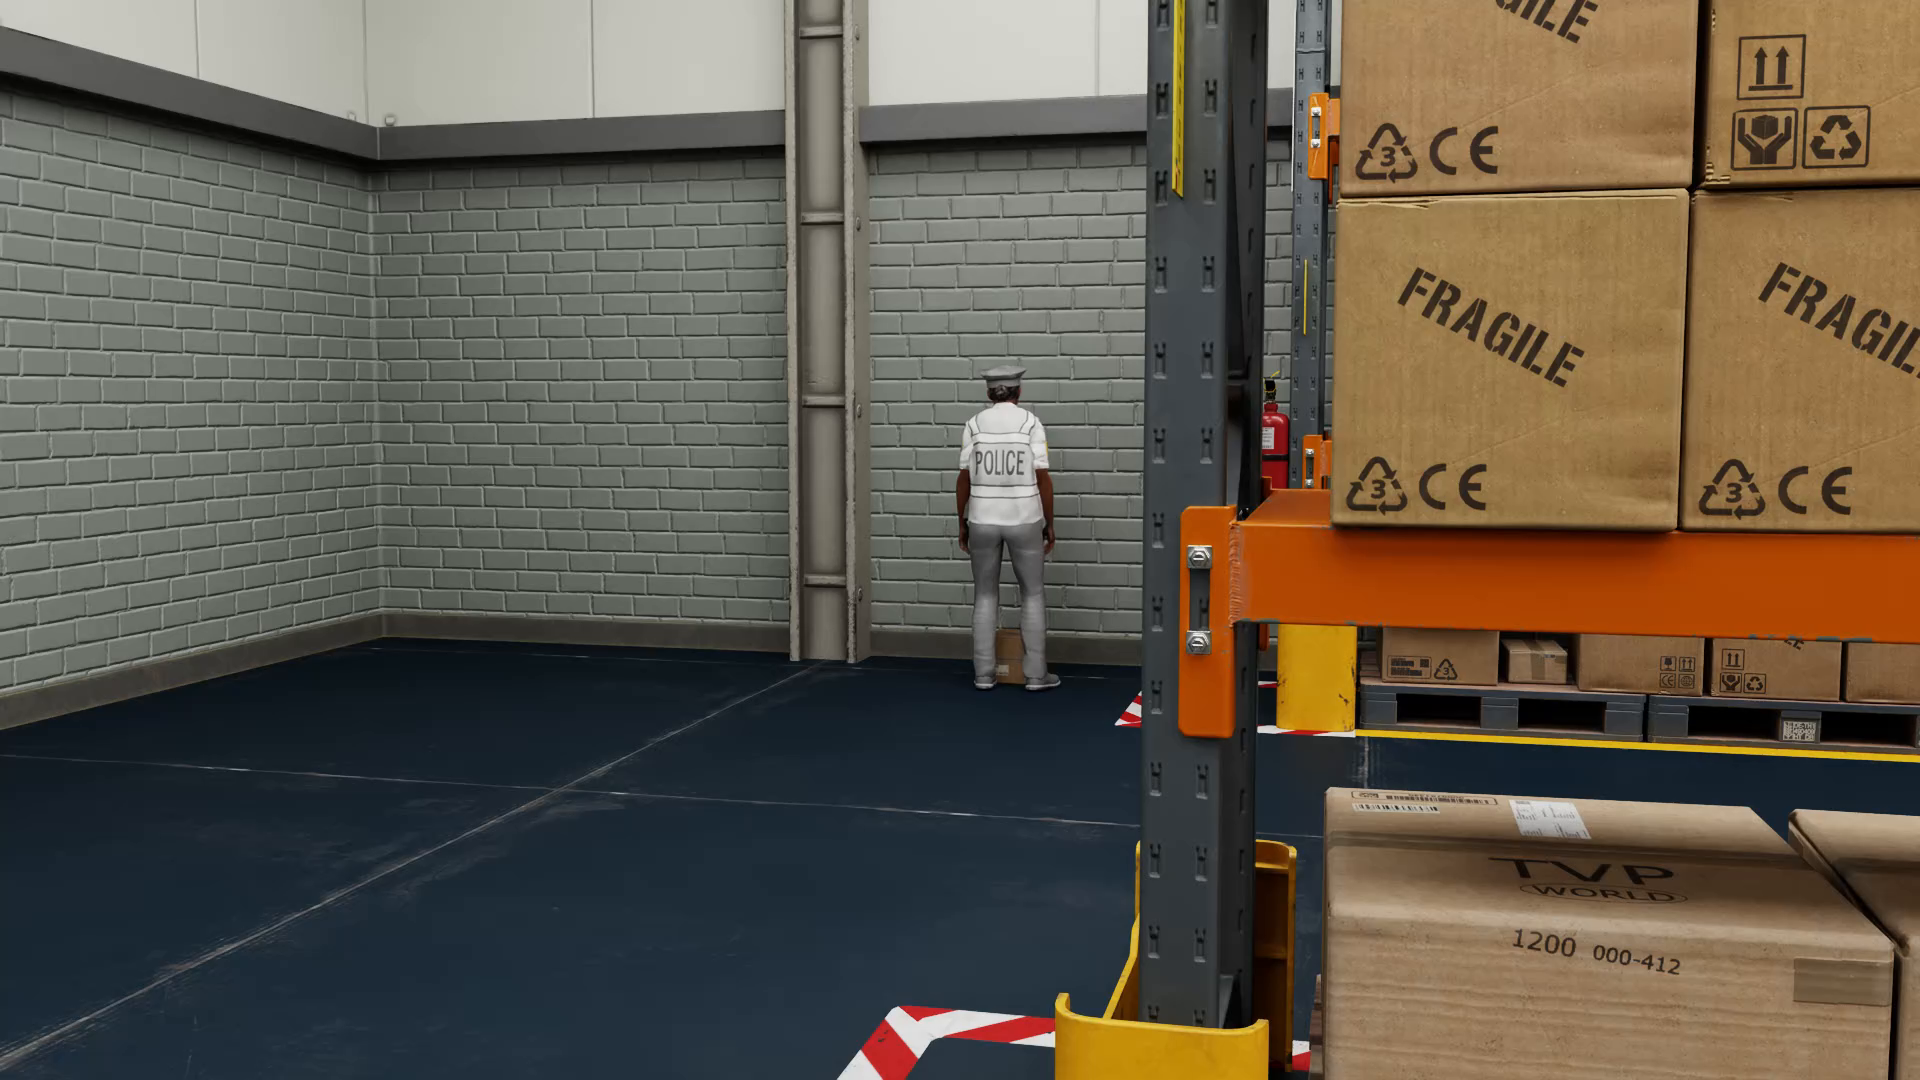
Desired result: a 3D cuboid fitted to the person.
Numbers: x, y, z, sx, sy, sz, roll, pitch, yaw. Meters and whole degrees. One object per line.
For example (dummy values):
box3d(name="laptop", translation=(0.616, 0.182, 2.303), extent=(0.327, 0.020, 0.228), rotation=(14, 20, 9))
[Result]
box3d(name="person", translation=(0.245, -0.064, 8.517), extent=(0.527, 1.659, 0.394), rotation=(1, 5, 11))
